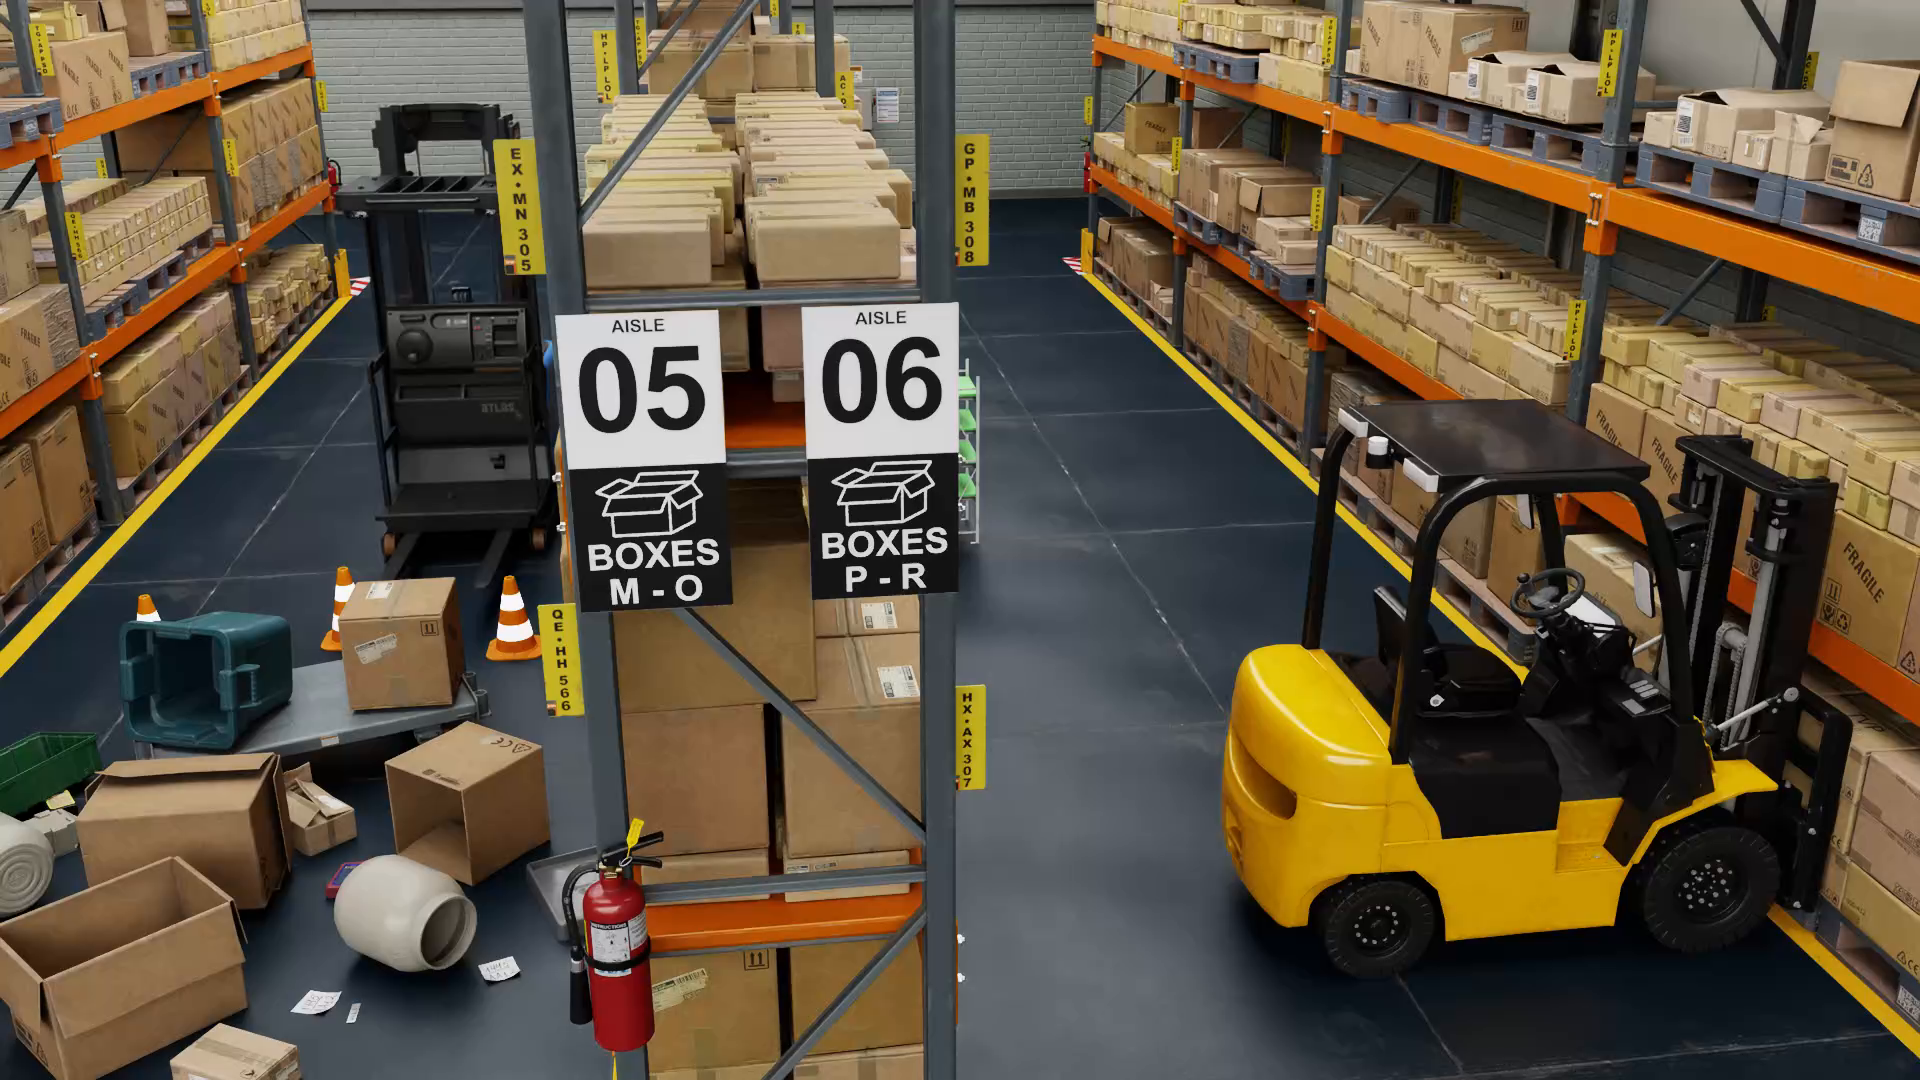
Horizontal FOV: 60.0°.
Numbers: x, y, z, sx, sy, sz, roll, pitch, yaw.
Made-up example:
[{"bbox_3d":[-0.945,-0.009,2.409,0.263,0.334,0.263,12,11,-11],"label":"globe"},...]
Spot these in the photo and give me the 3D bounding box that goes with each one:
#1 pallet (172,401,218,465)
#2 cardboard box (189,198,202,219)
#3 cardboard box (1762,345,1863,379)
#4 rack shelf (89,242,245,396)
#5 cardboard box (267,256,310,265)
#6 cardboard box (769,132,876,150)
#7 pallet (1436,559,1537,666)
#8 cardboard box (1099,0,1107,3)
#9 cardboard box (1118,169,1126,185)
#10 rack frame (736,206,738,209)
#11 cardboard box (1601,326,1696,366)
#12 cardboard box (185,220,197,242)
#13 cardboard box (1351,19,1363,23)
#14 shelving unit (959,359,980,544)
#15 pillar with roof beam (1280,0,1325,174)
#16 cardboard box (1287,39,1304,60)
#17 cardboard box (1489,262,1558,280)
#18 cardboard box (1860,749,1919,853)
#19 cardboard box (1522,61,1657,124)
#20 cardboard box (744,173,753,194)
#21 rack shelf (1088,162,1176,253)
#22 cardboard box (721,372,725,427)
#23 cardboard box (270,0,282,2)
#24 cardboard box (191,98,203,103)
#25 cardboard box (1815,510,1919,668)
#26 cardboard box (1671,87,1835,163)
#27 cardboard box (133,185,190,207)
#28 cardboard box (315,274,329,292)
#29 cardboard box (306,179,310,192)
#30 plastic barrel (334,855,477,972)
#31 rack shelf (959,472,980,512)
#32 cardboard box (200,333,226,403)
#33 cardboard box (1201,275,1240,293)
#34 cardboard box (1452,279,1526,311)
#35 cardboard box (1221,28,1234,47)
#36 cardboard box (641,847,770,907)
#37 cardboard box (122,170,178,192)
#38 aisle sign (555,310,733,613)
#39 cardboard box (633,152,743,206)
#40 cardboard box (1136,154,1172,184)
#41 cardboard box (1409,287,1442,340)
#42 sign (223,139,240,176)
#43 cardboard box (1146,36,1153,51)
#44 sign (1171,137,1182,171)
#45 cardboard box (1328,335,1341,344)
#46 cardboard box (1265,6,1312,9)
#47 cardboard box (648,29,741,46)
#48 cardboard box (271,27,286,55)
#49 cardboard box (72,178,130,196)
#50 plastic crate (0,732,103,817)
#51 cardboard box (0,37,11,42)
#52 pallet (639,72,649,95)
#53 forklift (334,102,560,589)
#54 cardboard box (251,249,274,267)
[{"bbox_3d":[-6.835,-0.878,13.766,1.003,0.211,1.213,-3,21,-8],"label":"pallet"},{"bbox_3d":[-6.836,-2.877,14.465,0.380,0.149,0.250,-3,21,-7],"label":"cardboard box"},{"bbox_3d":[4.212,-0.859,8.233,0.380,0.149,0.250,-3,21,-8],"label":"cardboard box"},{"bbox_3d":[-6.840,-1.848,13.405,1.077,0.370,4.000,-3,21,-8],"label":"rack shelf"},{"bbox_3d":[-7.261,-2.966,17.994,0.380,0.149,0.250,-4,21,-10],"label":"cardboard box"},{"bbox_3d":[-0.511,-1.423,6.170,0.380,0.149,0.250,-3,21,-7],"label":"cardboard box"},{"bbox_3d":[3.675,0.409,10.318,1.003,0.211,1.213,-3,21,-8],"label":"pallet"},{"bbox_3d":[1.906,-6.341,19.194,0.500,0.250,0.500,-3,21,-8],"label":"cardboard box"},{"bbox_3d":[2.003,-4.105,18.778,0.380,0.149,0.250,-4,21,-9],"label":"cardboard box"},{"bbox_3d":[-1.091,-0.392,8.479,1.000,3.000,0.127,-3,21,-8],"label":"rack frame"},{"bbox_3d":[3.573,-1.009,8.634,0.380,0.149,0.250,-2,21,-7],"label":"cardboard box"},{"bbox_3d":[-6.803,-2.653,14.290,0.380,0.149,0.250,-3,21,-8],"label":"cardboard box"},{"bbox_3d":[3.333,-4.096,13.329,0.380,0.149,0.250,-2,21,-6],"label":"cardboard box"},{"bbox_3d":[-0.024,-0.619,11.660,0.258,1.200,0.503,-3,21,-8],"label":"shelving unit"},{"bbox_3d":[-0.802,-6.293,15.705,9.100,9.000,0.400,-3,21,-8],"label":"pillar with roof beam"},{"bbox_3d":[2.845,-3.928,13.303,0.380,0.149,0.250,-3,21,-8],"label":"cardboard box"},{"bbox_3d":[3.731,-1.746,11.035,0.380,0.149,0.250,-2,21,-6],"label":"cardboard box"},{"bbox_3d":[3.942,1.044,6.535,0.500,0.250,0.500,-3,21,-7],"label":"cardboard box"},{"bbox_3d":[3.475,-2.489,9.191,0.500,0.311,0.500,-4,21,-9],"label":"cardboard box"},{"bbox_3d":[-0.540,-1.200,6.144,0.500,0.250,0.500,-2,21,-7],"label":"cardboard box"},{"bbox_3d":[2.379,-3.769,18.549,1.077,0.370,4.000,-3,21,-8],"label":"rack shelf"},{"bbox_3d":[-0.843,-0.404,4.583,0.380,0.149,0.250,-3,21,-8],"label":"cardboard box"},{"bbox_3d":[-7.244,-5.653,17.207,0.380,0.149,0.250,-3,21,-7],"label":"cardboard box"},{"bbox_3d":[-7.603,-4.038,16.243,0.500,0.500,0.500,-2,21,-6],"label":"cardboard box"},{"bbox_3d":[3.926,0.180,6.805,0.500,0.500,0.500,-3,21,-9],"label":"cardboard box"},{"bbox_3d":[3.699,-1.951,7.749,0.500,0.311,0.500,-2,21,-7],"label":"cardboard box"},{"bbox_3d":[-6.802,-2.923,14.165,0.380,0.149,0.250,-4,21,-9],"label":"cardboard box"},{"bbox_3d":[-7.285,-2.868,18.582,0.380,0.149,0.250,-2,21,-6],"label":"cardboard box"},{"bbox_3d":[-7.328,-3.872,18.155,0.380,0.149,0.250,-3,21,-8],"label":"cardboard box"},{"bbox_3d":[-2.310,1.561,6.932,0.512,0.421,0.421,12,24,30],"label":"plastic barrel"},{"bbox_3d":[-0.024,-0.335,11.766,0.258,0.148,0.480,-3,21,-8],"label":"rack shelf"},{"bbox_3d":[-6.699,-1.482,14.369,0.500,0.500,0.500,-3,21,-9],"label":"cardboard box"},{"bbox_3d":[2.572,-2.514,16.205,0.380,0.149,0.250,-3,21,-9],"label":"cardboard box"},{"bbox_3d":[3.338,-1.543,10.489,0.380,0.149,0.250,-3,21,-7],"label":"cardboard box"},{"bbox_3d":[2.494,-4.379,14.483,0.380,0.149,0.250,-2,21,-6],"label":"cardboard box"},{"bbox_3d":[-0.780,0.992,5.133,0.380,0.149,0.250,-2,21,-6],"label":"cardboard box"},{"bbox_3d":[-7.477,-3.217,15.474,0.500,0.500,0.500,-3,21,-8],"label":"cardboard box"},{"bbox_3d":[-0.793,-0.189,4.220,0.394,0.787,0.004,-3,21,-8],"label":"aisle sign"},{"bbox_3d":[-0.935,-1.217,5.619,0.380,0.149,0.250,-4,21,-9],"label":"cardboard box"},{"bbox_3d":[2.206,-3.993,17.909,0.500,0.250,0.500,-3,21,-8],"label":"cardboard box"},{"bbox_3d":[3.293,-1.496,10.933,0.500,0.250,0.500,-3,21,-7],"label":"cardboard box"},{"bbox_3d":[-6.579,-3.449,15.009,0.100,0.325,0.005,-3,21,-8],"label":"sign"},{"bbox_3d":[2.178,-5.255,17.572,0.380,0.149,0.250,-3,21,-7],"label":"cardboard box"},{"bbox_3d":[2.131,-3.789,16.337,0.100,0.325,0.005,-3,21,-8],"label":"sign"},{"bbox_3d":[3.350,-1.730,14.106,0.380,0.149,0.250,-3,21,-7],"label":"cardboard box"},{"bbox_3d":[2.958,-4.721,14.974,0.380,0.149,0.250,-2,21,-6],"label":"cardboard box"},{"bbox_3d":[-1.470,-2.704,9.283,0.500,0.250,0.500,-3,21,-7],"label":"cardboard box"},{"bbox_3d":[-7.238,-5.104,17.023,0.500,0.250,0.500,-2,21,-5],"label":"cardboard box"},{"bbox_3d":[-7.526,-3.076,14.572,0.380,0.149,0.250,-2,21,-5],"label":"cardboard box"},{"bbox_3d":[-4.653,1.177,8.215,0.450,0.188,0.662,-2,18,24],"label":"plastic crate"},{"bbox_3d":[-6.970,-3.302,11.839,0.500,0.500,0.500,-3,21,-8],"label":"cardboard box"},{"bbox_3d":[-1.813,-3.314,12.285,1.213,0.211,1.003,-2,21,-5],"label":"pallet"},{"bbox_3d":[-3.428,-1.382,11.229,1.130,2.935,3.031,-2,21,-6],"label":"forklift"},{"bbox_3d":[-7.807,-3.114,18.391,0.380,0.149,0.250,-3,21,-7],"label":"cardboard box"}]
